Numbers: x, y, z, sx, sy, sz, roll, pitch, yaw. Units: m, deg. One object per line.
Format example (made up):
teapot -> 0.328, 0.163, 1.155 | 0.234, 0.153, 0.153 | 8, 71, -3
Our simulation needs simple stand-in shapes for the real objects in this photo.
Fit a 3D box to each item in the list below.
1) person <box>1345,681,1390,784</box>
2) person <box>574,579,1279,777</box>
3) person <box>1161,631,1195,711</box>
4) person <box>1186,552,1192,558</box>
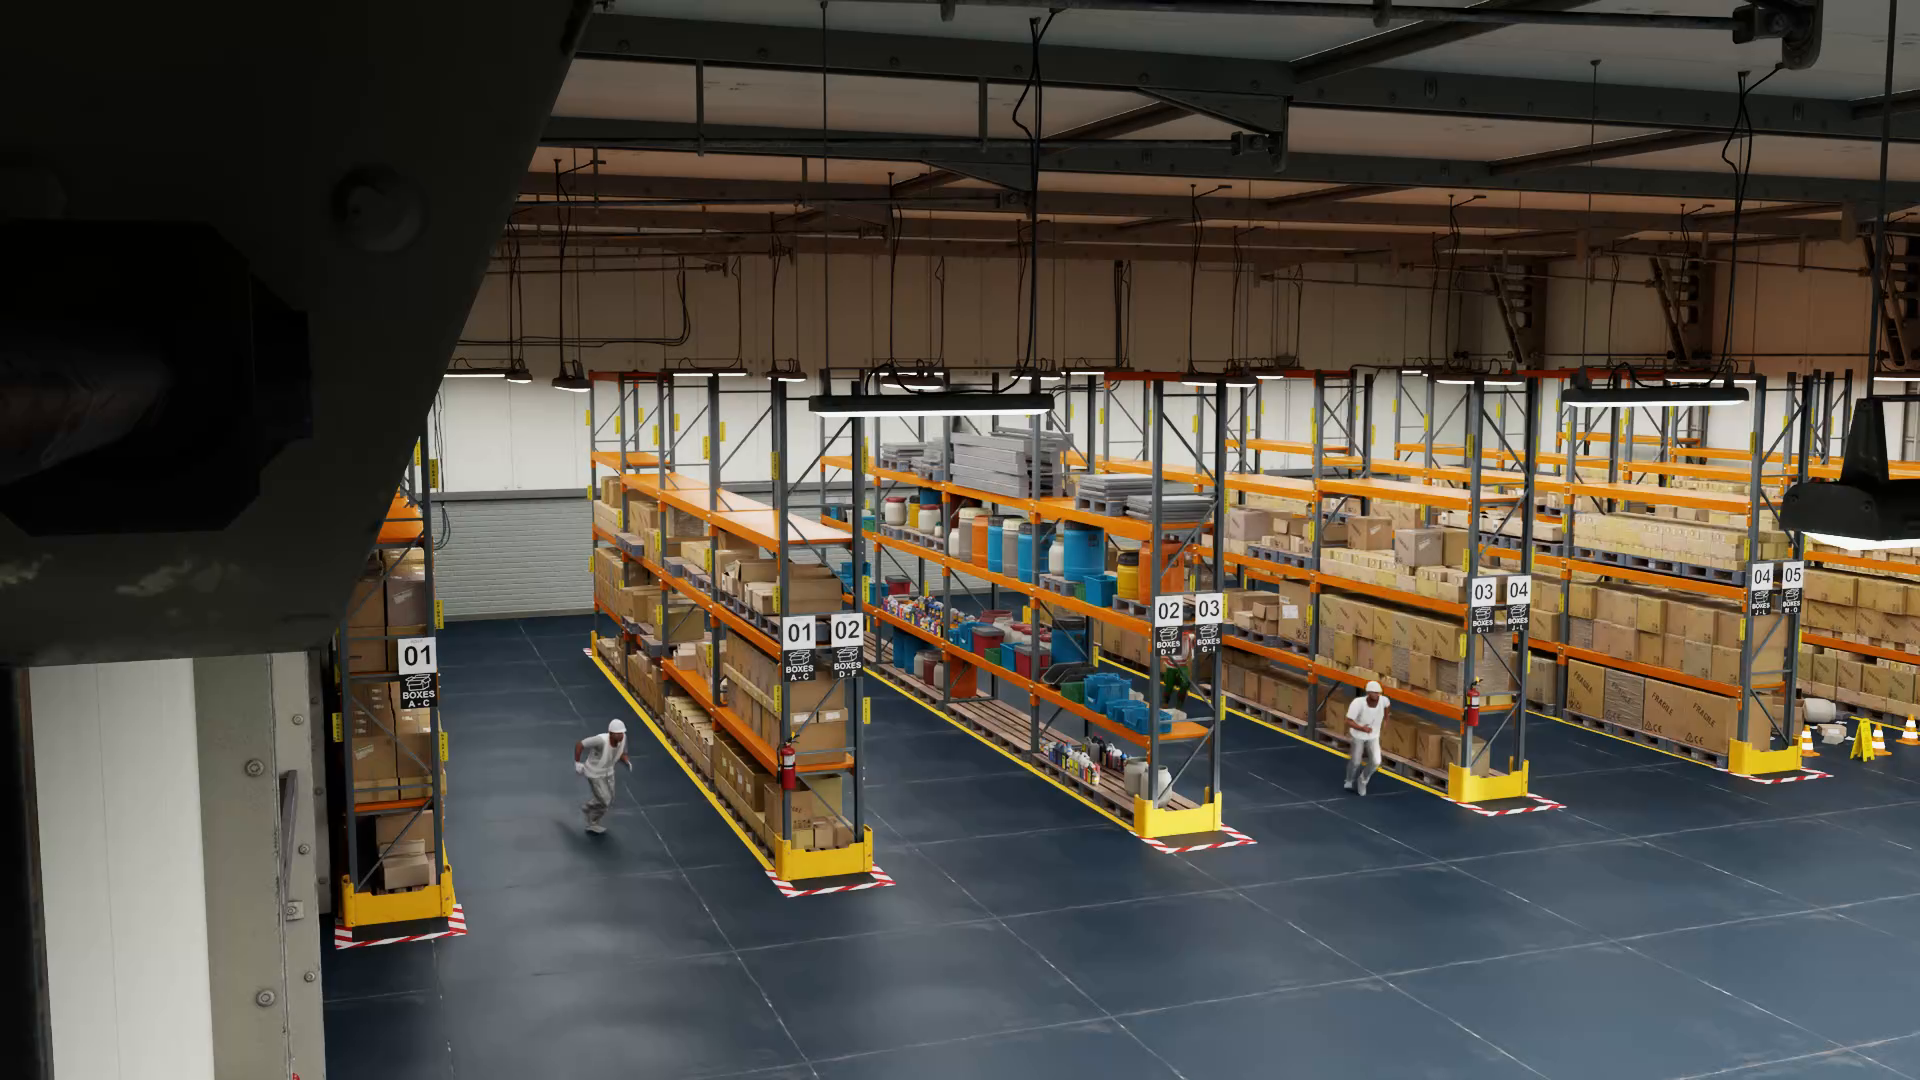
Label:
person -> 5.864, 2.779, 23.868 | 0.749, 1.582, 0.828 | -1, 6, -9
person -> 2.960, 1.614, 35.267 | 8.281, 1.596, 31.507 | 5, 8, 37
person -> 3.817, 2.163, 29.170 | 0.704, 1.476, 0.987 | -2, 7, -15
person -> 5.484, 0.954, 40.600 | 0.635, 1.690, 0.720 | -6, 9, -42
